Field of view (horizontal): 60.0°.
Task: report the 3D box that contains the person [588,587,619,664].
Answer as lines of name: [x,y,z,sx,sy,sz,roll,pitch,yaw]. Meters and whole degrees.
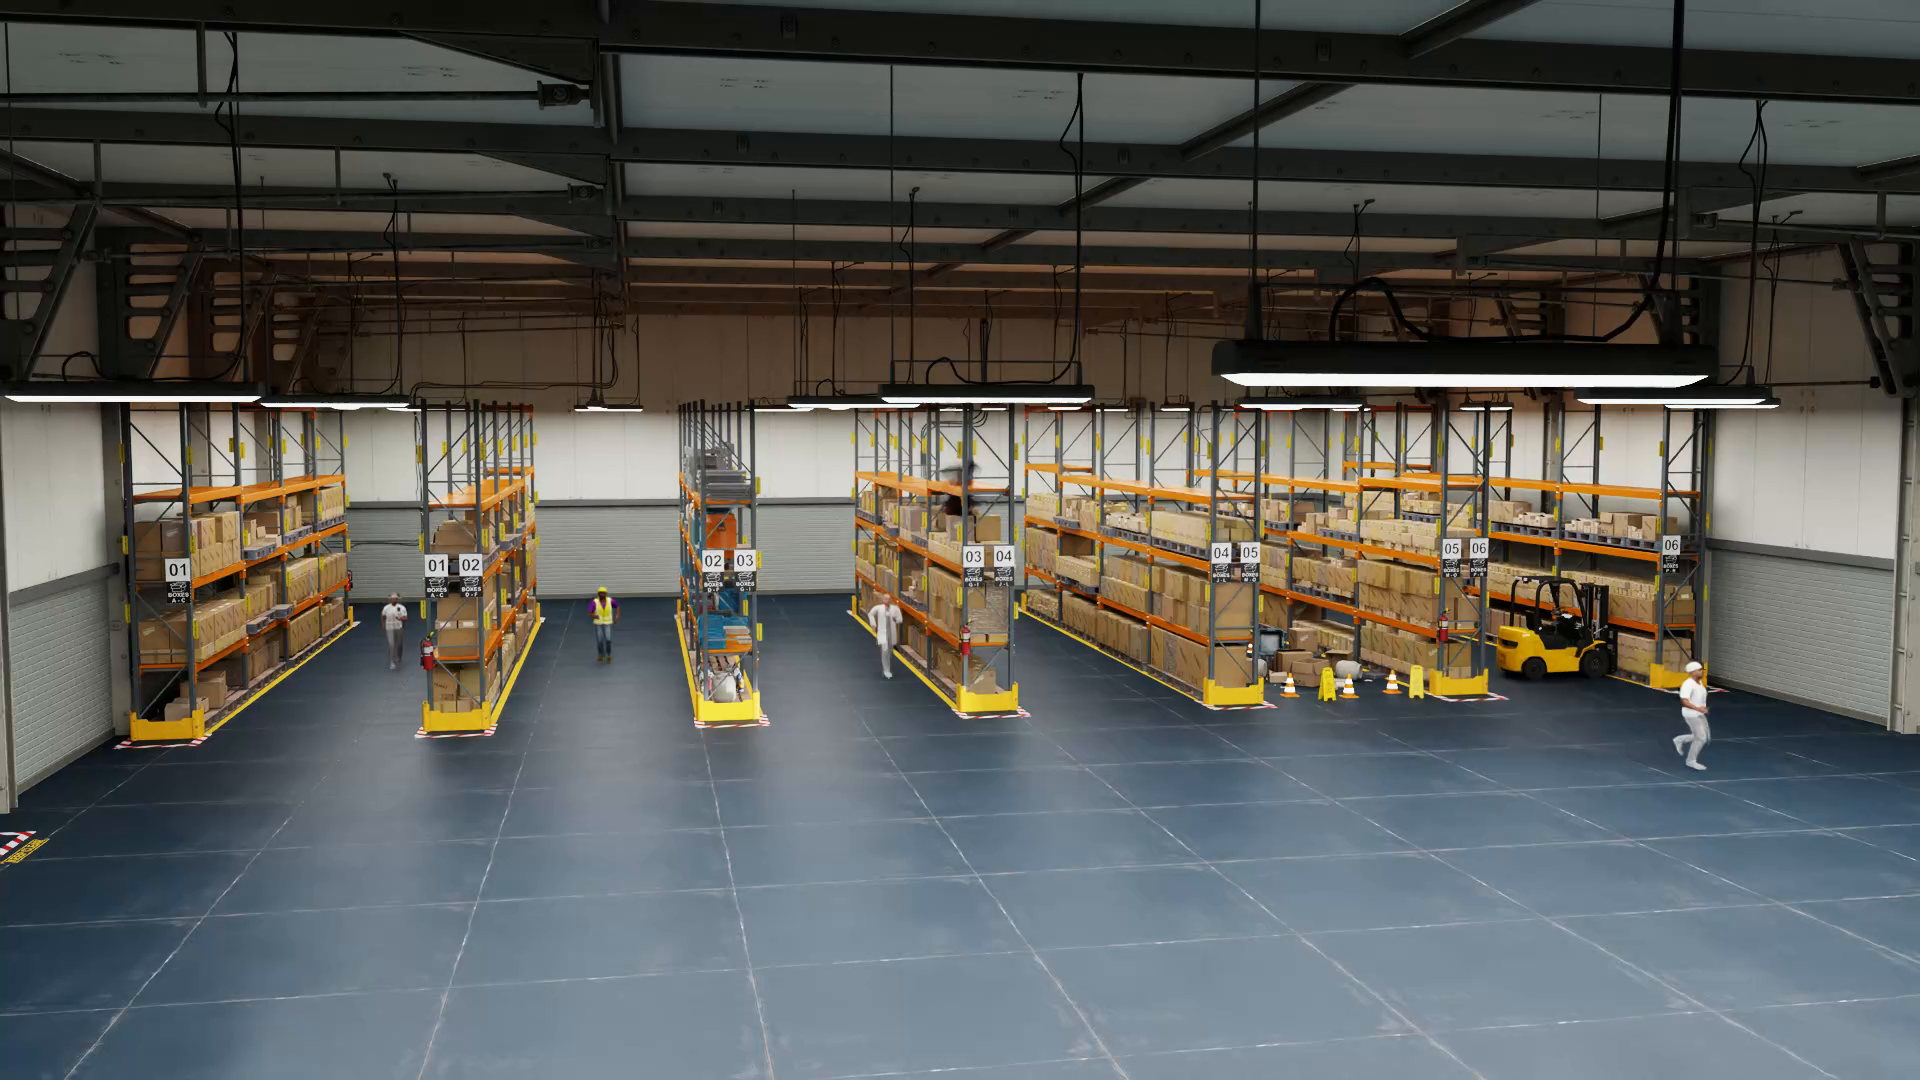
person: [-8.186,1.979,38.232,0.721,1.821,0.729,-1,4,-15]

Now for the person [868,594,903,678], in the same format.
person: [-1.606,2.062,36.331,0.678,1.784,1.045,-2,5,-19]

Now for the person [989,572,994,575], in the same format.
person: [0.764,1.188,48.794,0.748,1.711,0.575,2,5,28]

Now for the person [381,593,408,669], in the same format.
person: [-12.784,2.020,37.596,0.576,1.684,0.941,-1,5,-19]

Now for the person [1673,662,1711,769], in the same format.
person: [11.886,2.834,26.989,0.612,1.726,0.736,4,6,39]
